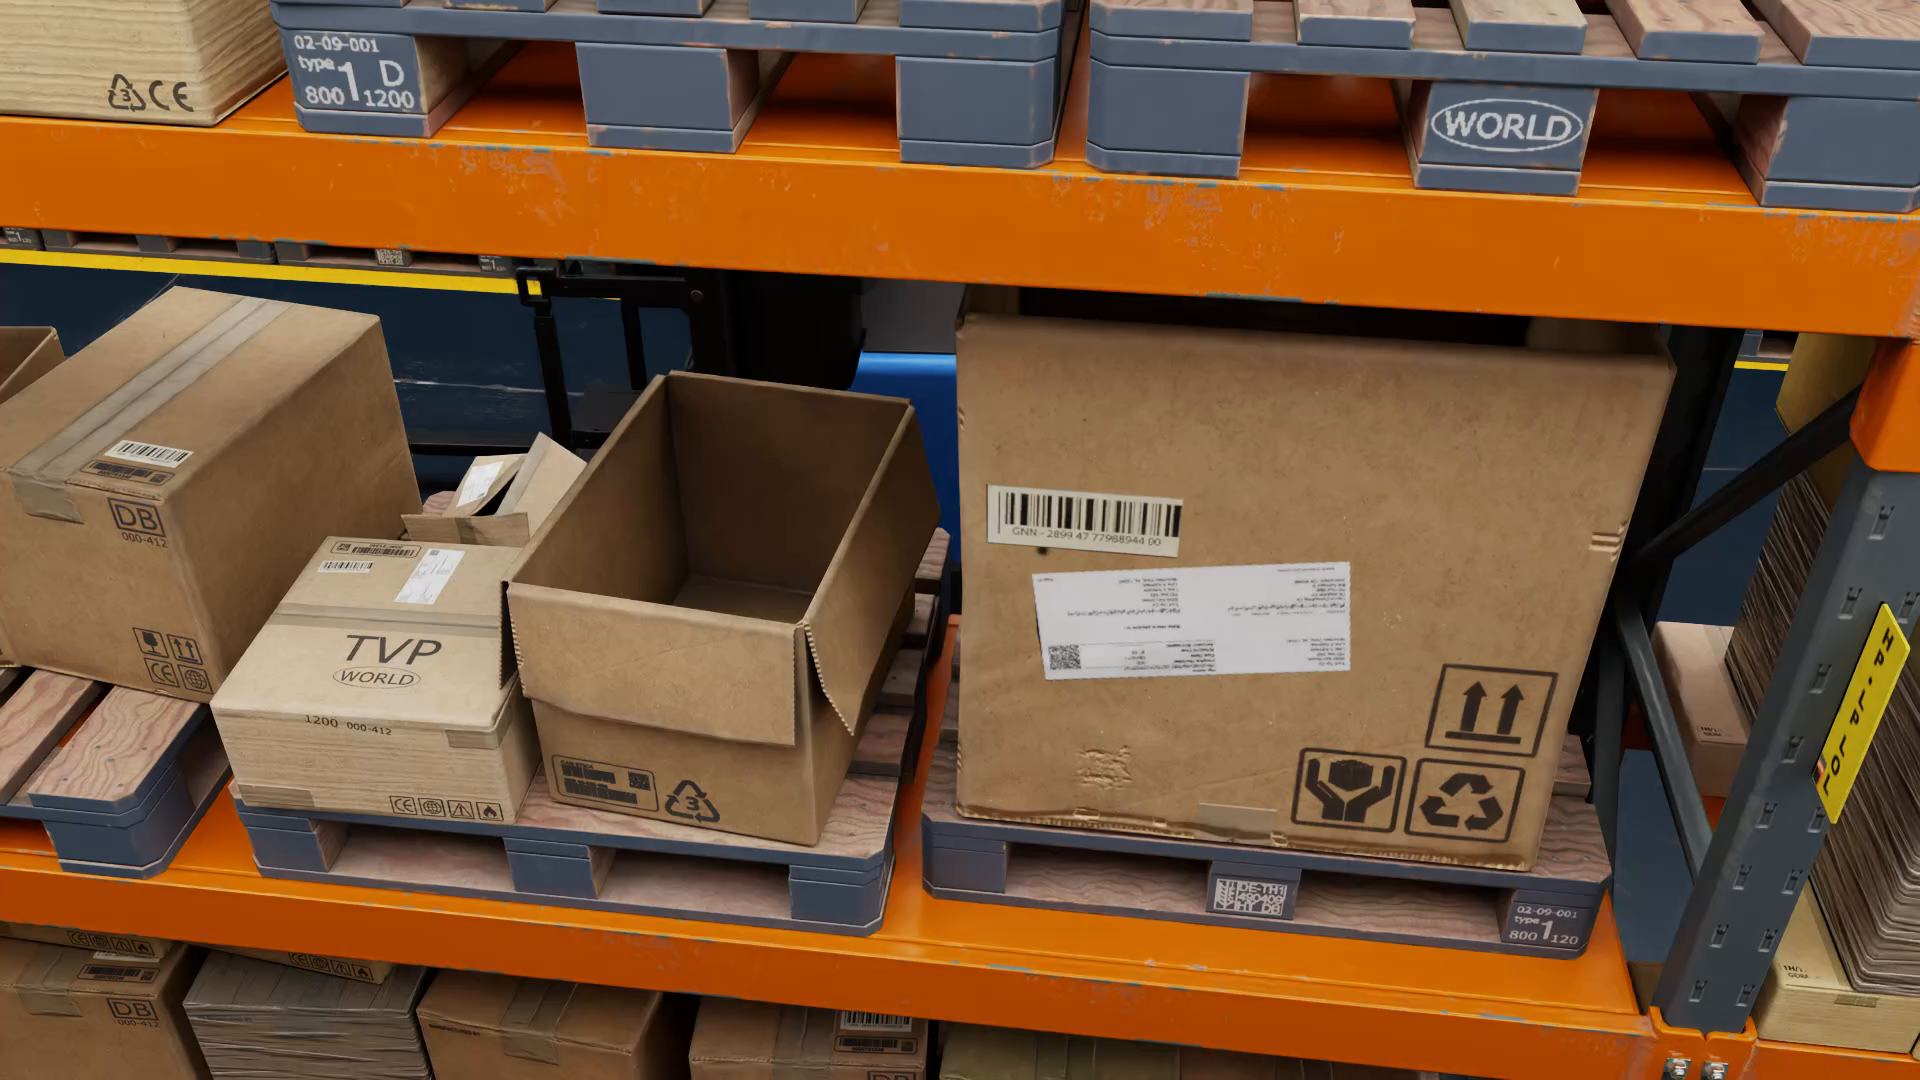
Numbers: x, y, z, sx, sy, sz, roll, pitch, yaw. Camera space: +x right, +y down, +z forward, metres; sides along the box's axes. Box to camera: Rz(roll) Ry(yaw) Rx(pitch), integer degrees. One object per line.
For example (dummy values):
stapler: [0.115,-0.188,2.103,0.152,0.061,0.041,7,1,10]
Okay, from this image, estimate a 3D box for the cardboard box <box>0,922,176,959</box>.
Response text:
cardboard box: [-1.975,0.667,3.860,0.500,0.250,0.500,6,36,8]

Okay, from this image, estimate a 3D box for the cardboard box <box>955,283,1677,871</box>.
cardboard box: [0.554,-0.157,3.009,1.000,1.000,1.000,4,36,6]

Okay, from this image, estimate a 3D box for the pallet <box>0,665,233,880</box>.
pallet: [-1.923,0.171,3.593,1.003,0.211,1.213,4,36,6]

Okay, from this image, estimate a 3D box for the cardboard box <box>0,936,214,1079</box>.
cardboard box: [-1.977,0.978,4.070,0.500,0.500,0.700,2,36,3]

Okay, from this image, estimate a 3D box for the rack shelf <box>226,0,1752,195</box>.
rack shelf: [-0.660,-0.787,2.578,3.809,0.052,0.919,4,36,6]

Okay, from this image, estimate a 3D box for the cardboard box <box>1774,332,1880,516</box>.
cardboard box: [1.805,-0.296,2.880,0.500,0.500,0.500,4,36,6]

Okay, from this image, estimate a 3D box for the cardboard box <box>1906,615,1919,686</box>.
cardboard box: [1.738,0.009,2.453,0.500,0.500,0.500,4,36,6]

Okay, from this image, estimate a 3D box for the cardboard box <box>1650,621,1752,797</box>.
cardboard box: [1.574,0.347,3.398,0.250,0.149,0.380,4,36,6]

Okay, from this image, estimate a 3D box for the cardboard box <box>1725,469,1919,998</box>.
cardboard box: [1.762,0.305,2.898,0.500,0.500,0.875,4,36,6]

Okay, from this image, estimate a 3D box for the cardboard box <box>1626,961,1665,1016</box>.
cardboard box: [1.715,1.297,3.641,0.500,0.500,0.500,3,36,5]

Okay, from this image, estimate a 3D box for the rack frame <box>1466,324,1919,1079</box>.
rack frame: [1.324,0.398,3.110,0.127,3.000,1.000,4,36,6]

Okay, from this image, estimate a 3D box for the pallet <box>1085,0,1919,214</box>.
pallet: [0.725,-0.854,2.444,1.003,0.211,1.213,4,36,6]

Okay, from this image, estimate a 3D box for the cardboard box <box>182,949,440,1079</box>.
cardboard box: [-1.425,1.012,4.023,0.500,0.500,0.700,1,36,2]

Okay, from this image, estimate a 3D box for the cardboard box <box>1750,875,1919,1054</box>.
cardboard box: [1.499,0.689,2.918,0.250,0.149,0.380,4,36,6]

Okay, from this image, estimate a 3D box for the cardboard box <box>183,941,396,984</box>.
cardboard box: [-1.448,0.701,3.814,0.500,0.250,0.500,8,36,11]

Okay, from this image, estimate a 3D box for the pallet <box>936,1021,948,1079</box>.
pallet: [-0.662,1.387,4.124,1.213,0.211,1.003,4,36,6]

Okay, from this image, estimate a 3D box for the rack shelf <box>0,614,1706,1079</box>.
rack shelf: [-0.660,0.543,3.527,4.000,0.370,1.077,4,36,6]

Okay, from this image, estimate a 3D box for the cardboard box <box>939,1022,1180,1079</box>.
cardboard box: [0.247,1.132,3.854,0.500,0.500,0.700,4,36,6]

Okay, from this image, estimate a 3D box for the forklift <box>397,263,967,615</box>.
forklift: [-2.016,0.808,2.595,4.693,2.935,8.118,2,36,2]

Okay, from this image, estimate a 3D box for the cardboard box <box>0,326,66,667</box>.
cardboard box: [-2.103,-0.093,3.350,0.500,0.500,0.500,0,36,0]

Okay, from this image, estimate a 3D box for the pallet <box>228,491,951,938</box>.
pallet: [-0.675,0.303,3.409,1.213,0.211,1.003,4,36,6]

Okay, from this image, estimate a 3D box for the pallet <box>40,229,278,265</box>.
pallet: [-3.893,-1.764,8.540,1.213,0.211,1.003,4,36,6]

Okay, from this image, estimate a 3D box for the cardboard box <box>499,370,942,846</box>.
cardboard box: [-0.407,0.110,3.063,0.637,0.503,0.797,8,36,11]

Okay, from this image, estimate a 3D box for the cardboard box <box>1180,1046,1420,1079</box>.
cardboard box: [0.717,1.178,3.790,0.500,0.500,0.700,2,36,2]

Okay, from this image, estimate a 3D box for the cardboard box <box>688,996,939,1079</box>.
cardboard box: [-0.308,1.091,3.912,0.500,0.500,0.700,1,36,2]

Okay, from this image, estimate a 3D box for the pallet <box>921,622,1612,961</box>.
pallet: [0.584,0.336,3.363,1.213,0.211,1.003,4,36,6]

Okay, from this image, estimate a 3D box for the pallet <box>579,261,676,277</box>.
pallet: [-1.139,-1.512,8.186,1.213,0.211,1.003,4,36,6]

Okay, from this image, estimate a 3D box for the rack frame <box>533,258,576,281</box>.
rack frame: [-1.912,-2.748,7.519,0.127,3.000,1.000,4,36,6]

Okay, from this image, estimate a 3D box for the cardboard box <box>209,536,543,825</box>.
cardboard box: [-1.011,0.249,3.087,0.500,0.250,0.500,3,36,5]

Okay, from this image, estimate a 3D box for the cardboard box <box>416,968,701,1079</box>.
cardboard box: [-0.862,1.050,3.970,0.500,0.500,0.700,7,36,10]

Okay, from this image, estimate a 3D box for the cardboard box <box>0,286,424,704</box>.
cardboard box: [-1.537,-0.109,3.373,0.500,0.500,0.700,9,37,13]

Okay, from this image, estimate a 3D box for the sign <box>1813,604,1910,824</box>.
sign: [1.257,0.247,2.326,0.005,0.325,0.100,4,36,6]

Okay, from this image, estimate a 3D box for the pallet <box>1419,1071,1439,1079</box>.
pallet: [0.551,1.476,4.000,1.213,0.211,1.003,4,36,6]

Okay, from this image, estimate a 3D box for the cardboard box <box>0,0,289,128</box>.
cardboard box: [-1.190,-0.806,2.344,0.500,0.250,0.500,5,36,7]

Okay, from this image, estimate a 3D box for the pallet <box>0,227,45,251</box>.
pallet: [-5.107,-1.853,8.664,1.213,0.211,1.003,4,36,6]

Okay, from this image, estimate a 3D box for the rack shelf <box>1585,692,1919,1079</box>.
rack shelf: [3.307,0.839,3.112,4.000,0.370,1.077,4,36,6]
